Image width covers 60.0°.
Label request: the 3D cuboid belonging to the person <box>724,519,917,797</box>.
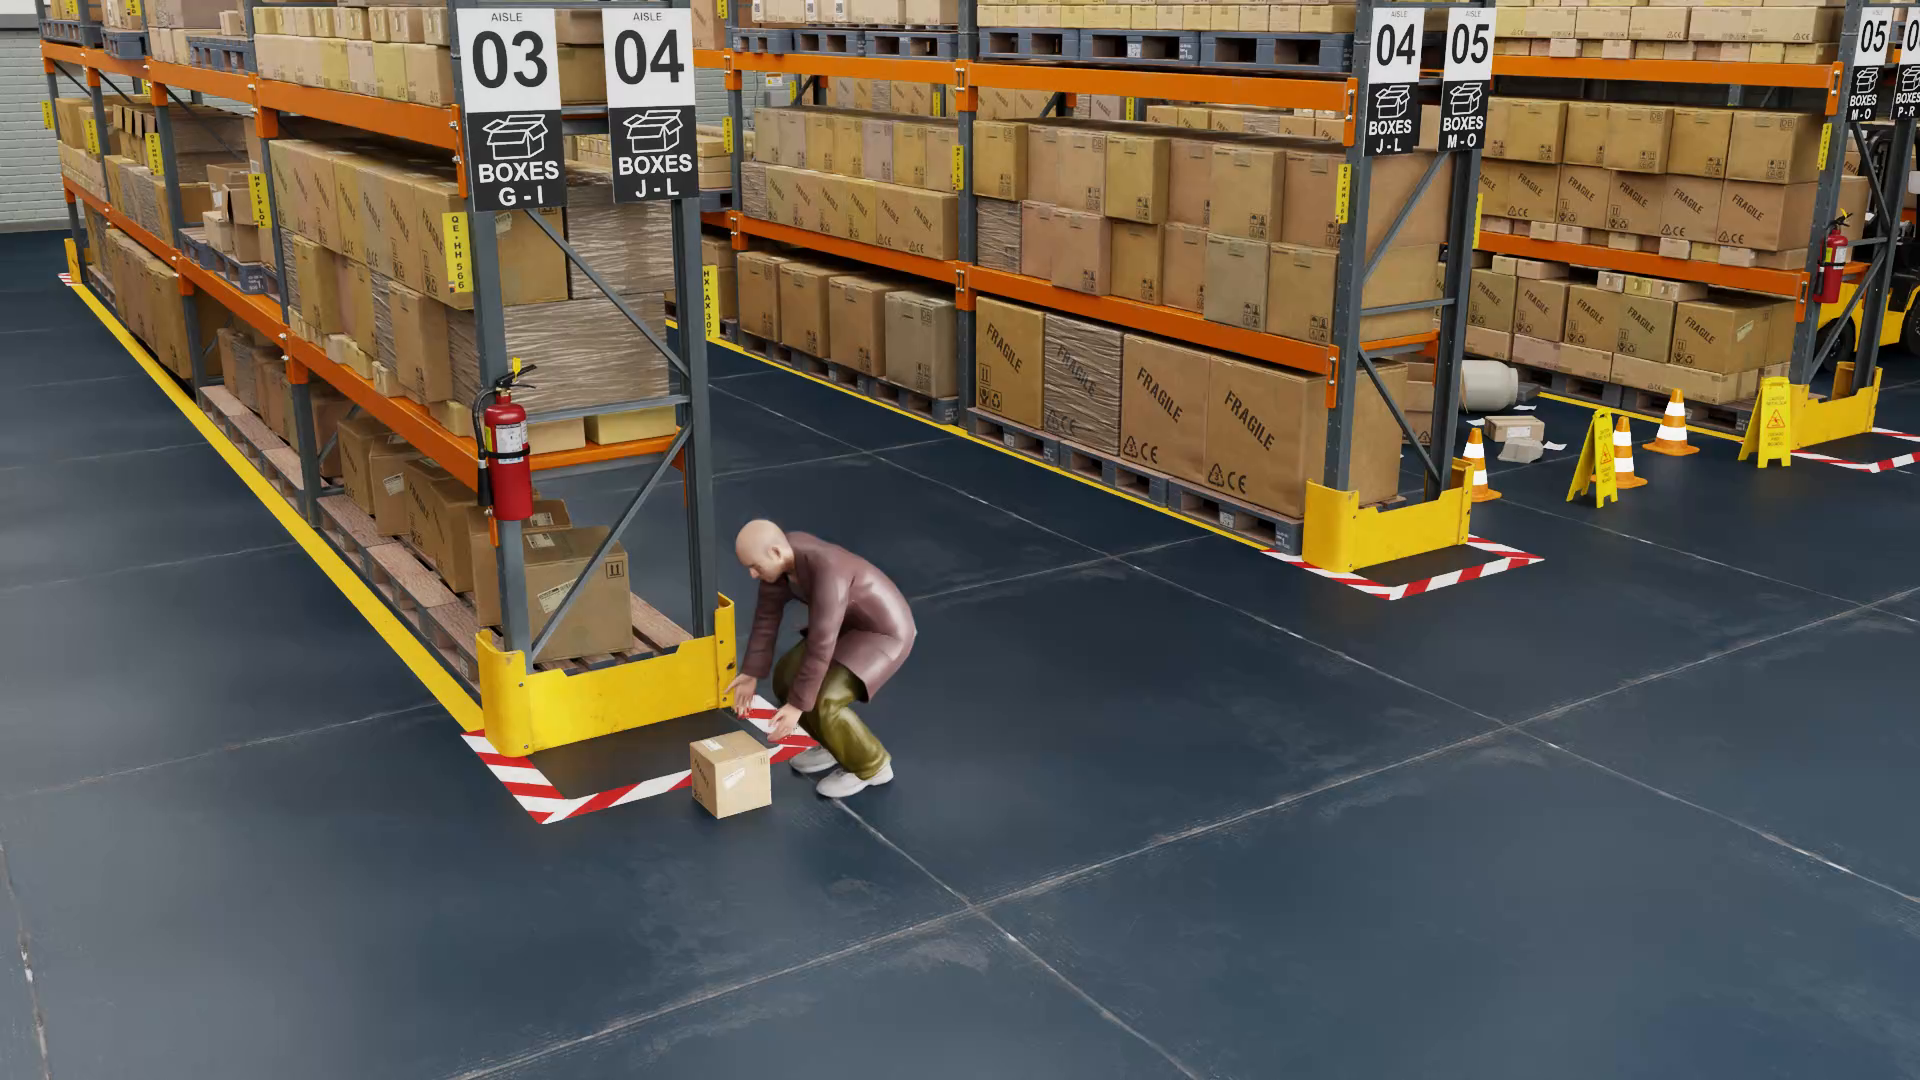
[{"bbox_3d":[-0.557,0.462,7.029,0.804,1.236,0.629,-9,20,-27],"label":"person"}]
